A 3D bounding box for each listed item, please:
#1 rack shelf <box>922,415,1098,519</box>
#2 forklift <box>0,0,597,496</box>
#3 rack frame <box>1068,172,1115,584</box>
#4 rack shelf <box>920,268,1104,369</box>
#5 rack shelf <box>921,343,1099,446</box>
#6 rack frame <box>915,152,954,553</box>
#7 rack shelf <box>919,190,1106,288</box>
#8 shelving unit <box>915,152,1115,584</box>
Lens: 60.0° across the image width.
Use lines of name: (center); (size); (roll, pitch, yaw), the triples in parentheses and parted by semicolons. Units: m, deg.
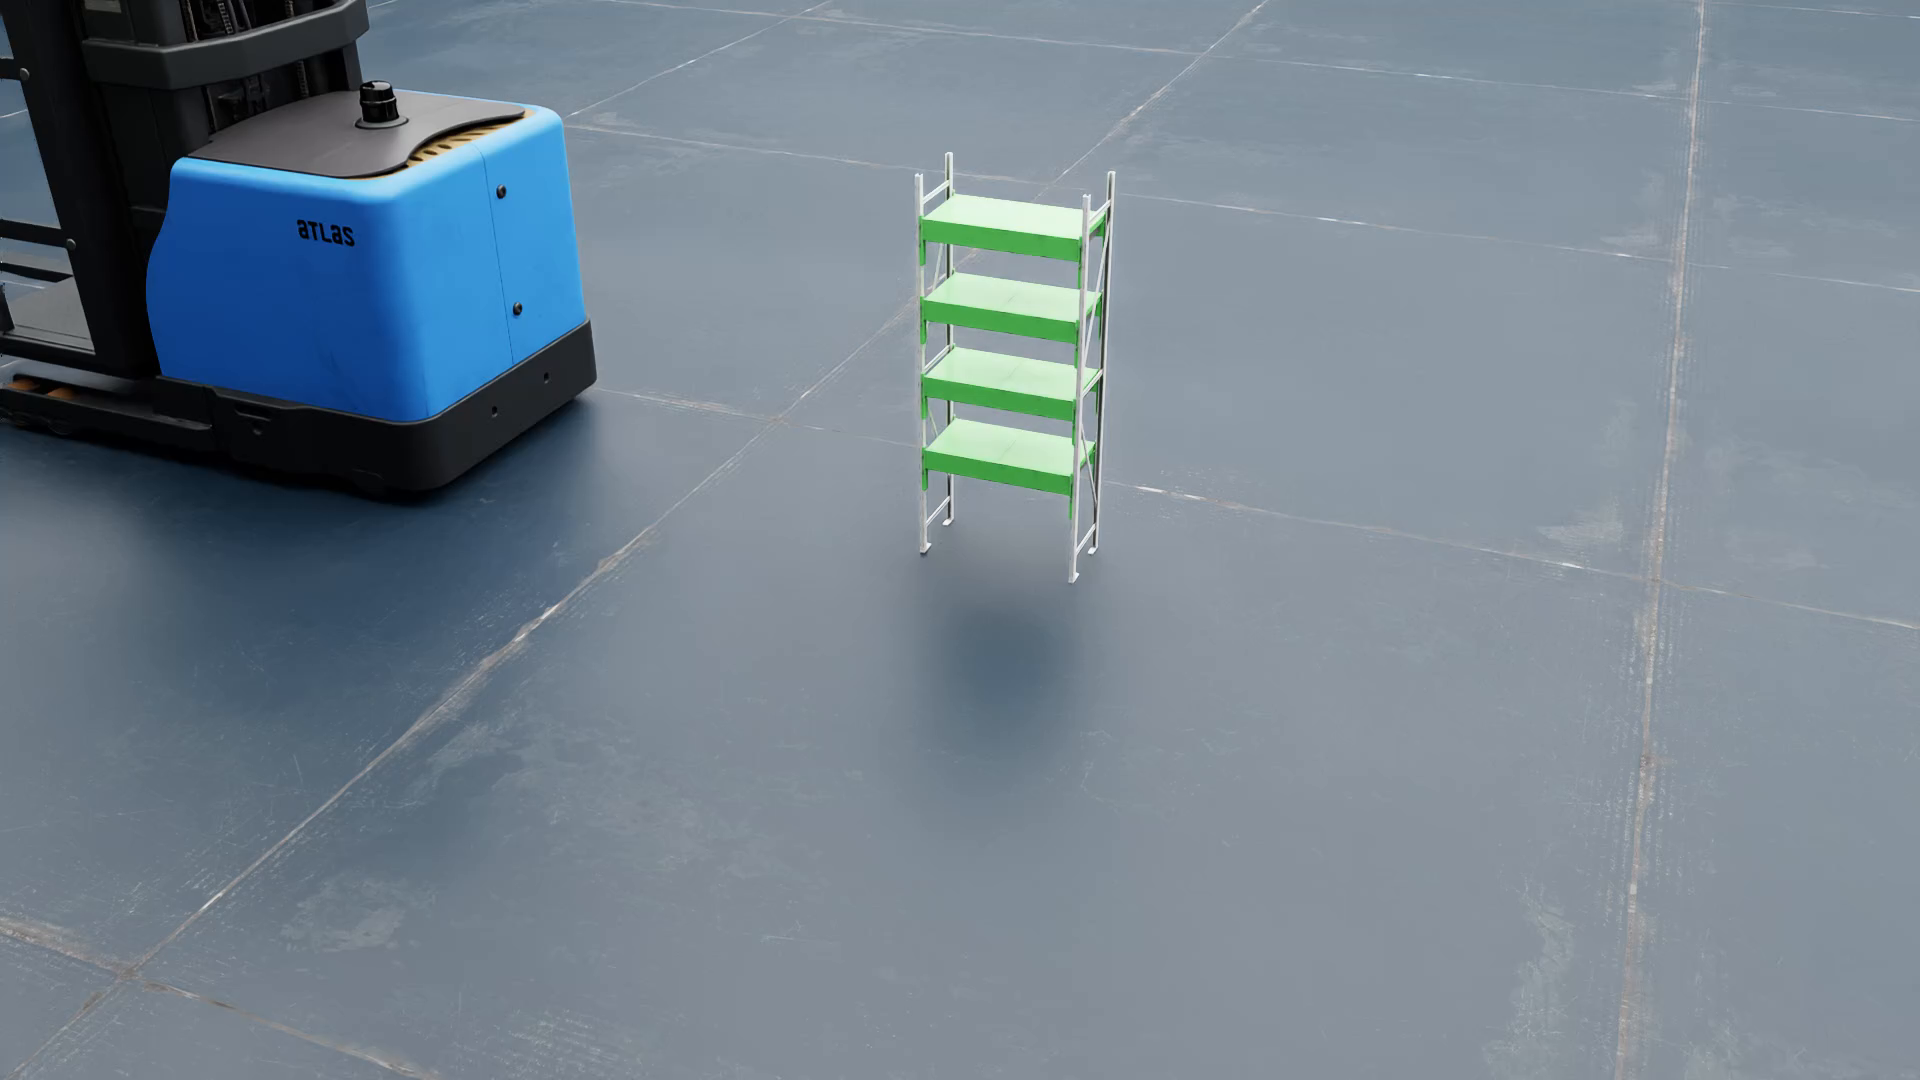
rack shelf: (0.153, -0.227, 5.050); (0.480, 0.148, 0.258); (11, 31, 19)
forklift: (-2.911, -1.875, 5.588); (3.031, 2.935, 1.130); (11, 31, 19)
rack frame: (0.379, -0.447, 4.821); (0.015, 1.200, 0.240); (11, 31, 19)
rack shelf: (0.153, -0.645, 4.814); (0.480, 0.148, 0.258); (11, 31, 19)
rack shelf: (0.153, -0.436, 4.932); (0.480, 0.148, 0.258); (11, 31, 19)
rack frame: (-0.073, -0.537, 4.980); (0.015, 1.200, 0.240); (11, 31, 19)
rack shelf: (0.153, -0.854, 4.696); (0.480, 0.148, 0.258); (11, 31, 19)
shelving unit: (0.153, -0.492, 4.901); (0.503, 1.200, 0.258); (11, 31, 19)
